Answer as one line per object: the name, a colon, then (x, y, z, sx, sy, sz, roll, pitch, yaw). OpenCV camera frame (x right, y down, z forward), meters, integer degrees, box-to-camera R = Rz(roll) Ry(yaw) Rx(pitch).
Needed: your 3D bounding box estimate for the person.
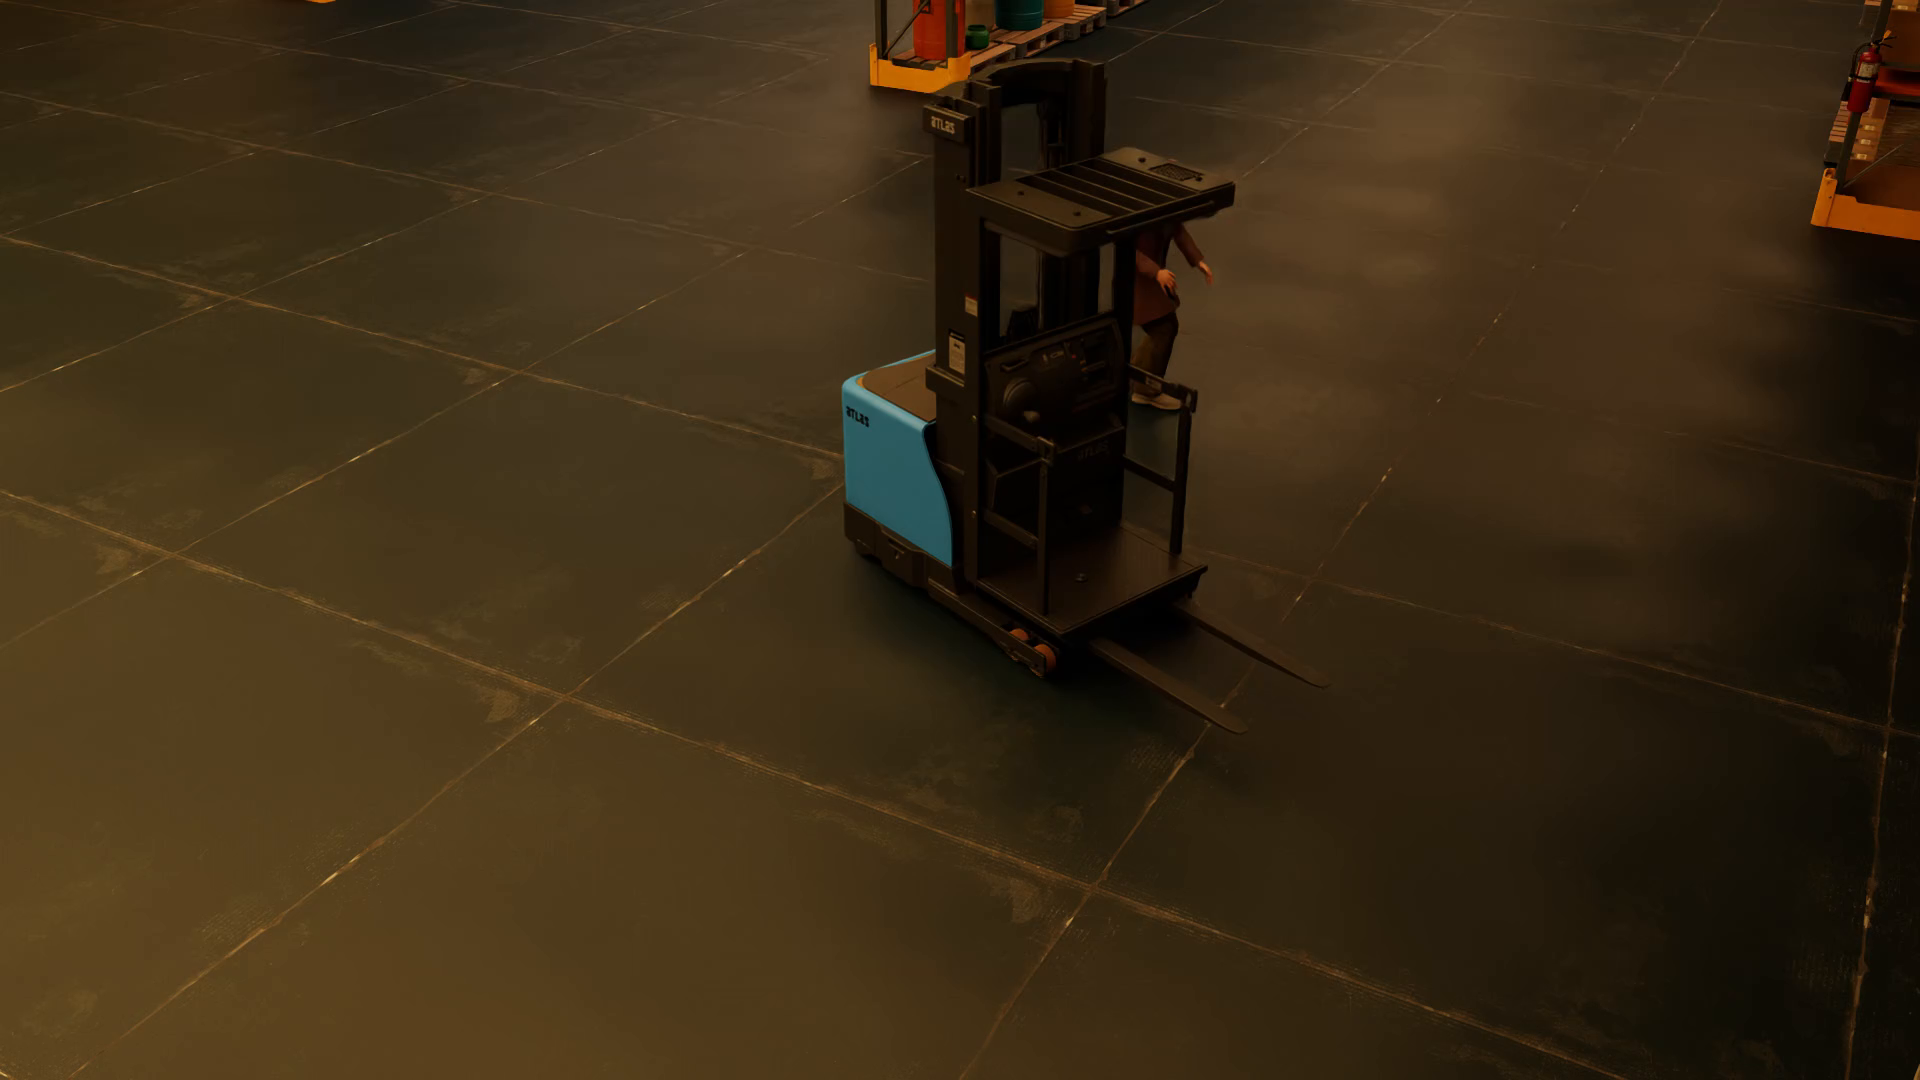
person: (1.364, -1.746, 11.339, 0.551, 1.728, 0.825, 15, 33, 24)

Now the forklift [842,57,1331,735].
forklift: (0.636, -0.837, 8.520, 1.130, 2.935, 3.031, -22, 37, -33)
